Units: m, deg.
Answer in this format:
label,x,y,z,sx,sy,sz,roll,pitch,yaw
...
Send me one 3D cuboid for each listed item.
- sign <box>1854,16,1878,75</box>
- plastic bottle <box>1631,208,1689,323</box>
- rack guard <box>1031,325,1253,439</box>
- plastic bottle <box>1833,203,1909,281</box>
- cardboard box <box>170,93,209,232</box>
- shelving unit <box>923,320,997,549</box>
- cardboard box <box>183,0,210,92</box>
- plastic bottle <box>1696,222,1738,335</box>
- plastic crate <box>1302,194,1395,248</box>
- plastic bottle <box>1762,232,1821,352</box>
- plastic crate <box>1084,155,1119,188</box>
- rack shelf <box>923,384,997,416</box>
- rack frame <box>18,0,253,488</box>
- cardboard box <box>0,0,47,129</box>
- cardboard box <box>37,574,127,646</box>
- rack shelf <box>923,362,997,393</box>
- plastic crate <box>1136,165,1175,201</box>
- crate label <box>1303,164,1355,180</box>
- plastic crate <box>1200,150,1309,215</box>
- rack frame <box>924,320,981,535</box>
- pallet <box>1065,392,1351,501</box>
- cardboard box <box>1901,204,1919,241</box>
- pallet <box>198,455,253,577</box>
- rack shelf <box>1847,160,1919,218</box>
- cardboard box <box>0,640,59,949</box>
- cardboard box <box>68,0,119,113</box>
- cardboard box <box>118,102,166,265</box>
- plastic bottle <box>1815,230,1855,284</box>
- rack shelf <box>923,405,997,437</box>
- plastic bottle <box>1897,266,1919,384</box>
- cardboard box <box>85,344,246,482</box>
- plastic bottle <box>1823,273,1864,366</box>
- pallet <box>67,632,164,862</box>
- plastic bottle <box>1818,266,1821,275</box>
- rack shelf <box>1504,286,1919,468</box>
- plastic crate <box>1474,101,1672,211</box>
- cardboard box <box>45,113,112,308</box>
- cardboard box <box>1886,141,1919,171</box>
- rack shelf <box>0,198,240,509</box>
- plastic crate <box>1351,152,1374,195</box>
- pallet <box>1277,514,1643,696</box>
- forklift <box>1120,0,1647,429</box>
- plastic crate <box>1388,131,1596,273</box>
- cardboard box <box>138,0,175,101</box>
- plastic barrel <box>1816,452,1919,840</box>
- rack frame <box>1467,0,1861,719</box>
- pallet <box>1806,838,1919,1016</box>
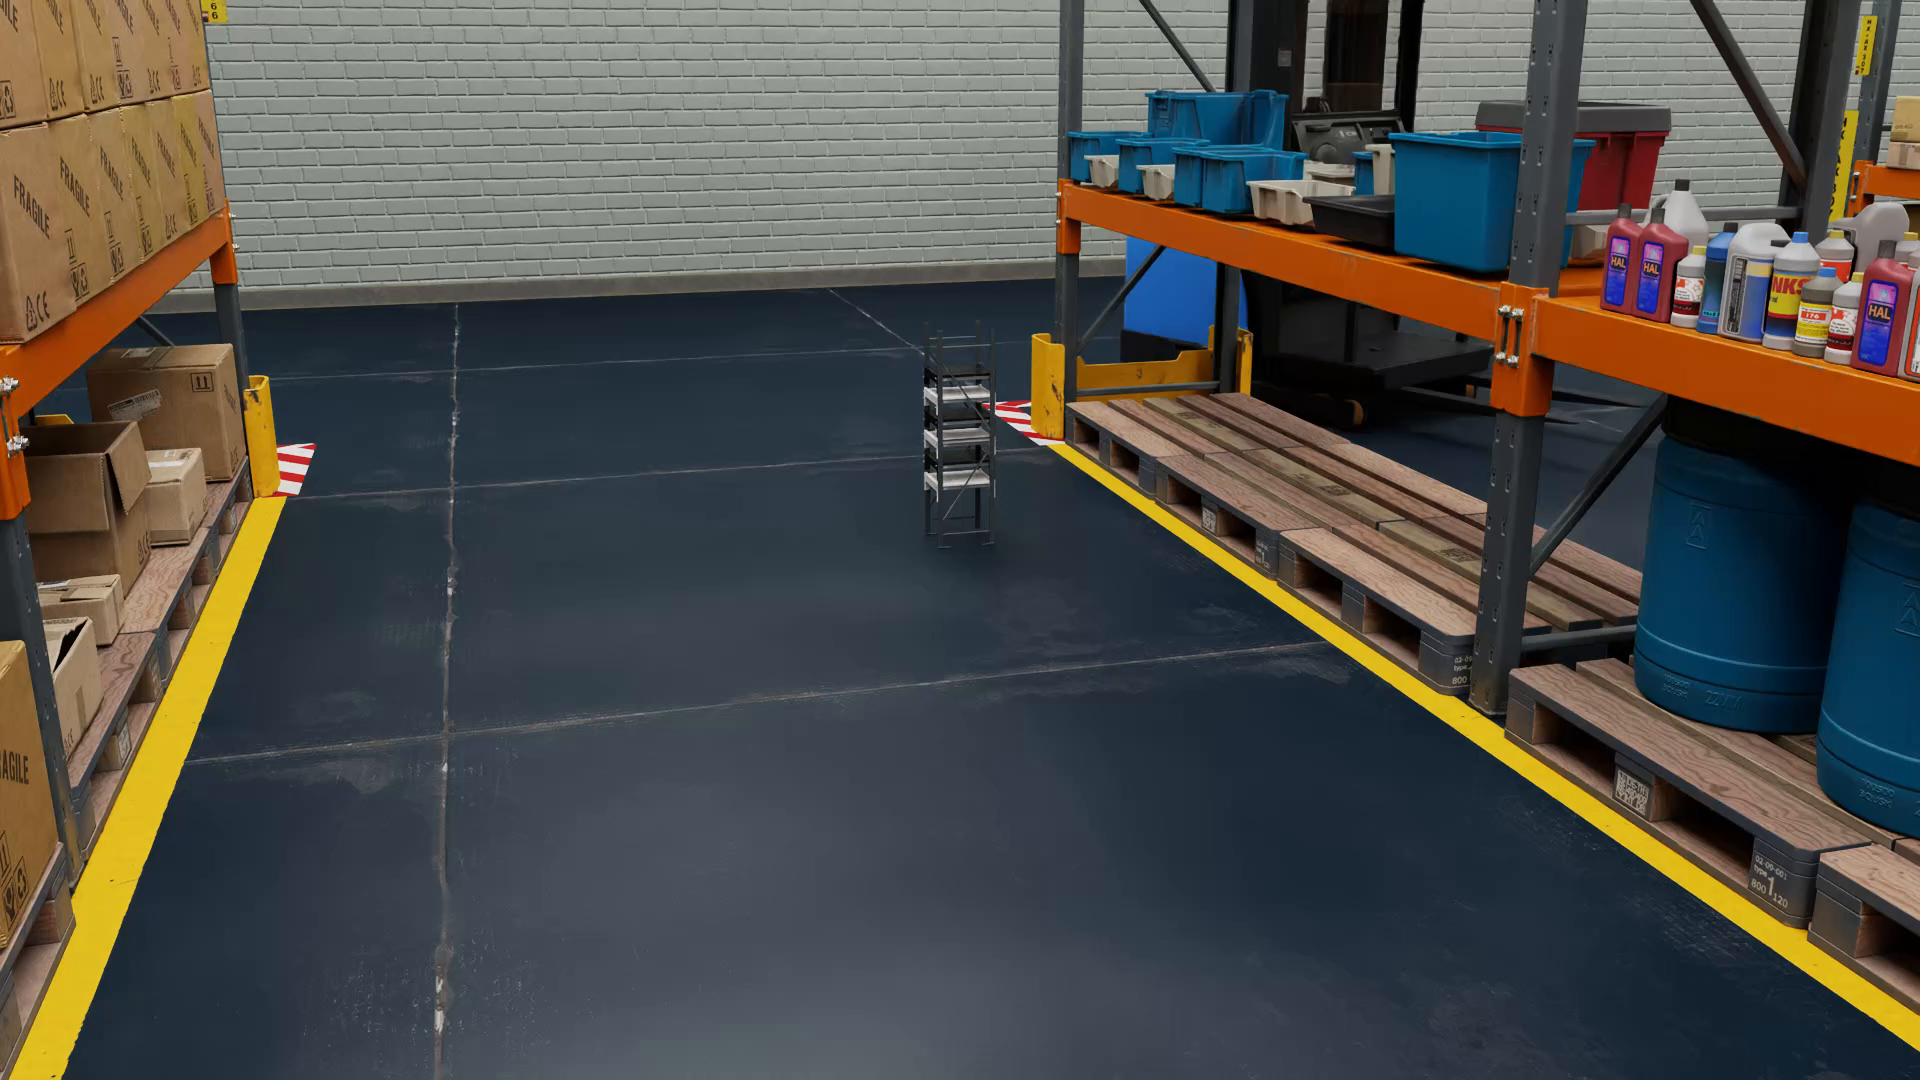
label,x,y,z,sx,sy,sz,roll,pitch,yaw
sign,5.221,-2.850,9.584,0.100,0.325,0.005,-5,17,-15
plastic bottle,1.821,-0.714,4.317,0.061,0.283,0.133,-5,17,-15
rack guard,0.975,-0.857,8.935,1.175,0.500,0.348,-5,17,-15
plastic bottle,2.513,-0.799,4.613,0.152,0.276,0.135,-5,17,-15
cardboard box,-3.239,-1.460,6.424,0.500,0.500,0.500,-5,17,-15
shelving unit,-0.002,-0.433,6.830,0.258,0.900,0.210,-5,17,-15
cardboard box,-3.383,-2.083,6.761,0.500,0.500,0.500,-5,17,-16
plastic bottle,1.897,-0.651,4.128,0.097,0.271,0.097,0,17,0
plastic crate,1.528,-1.127,5.864,0.437,0.125,0.590,-5,17,-15
plastic bottle,1.961,-0.587,3.914,0.097,0.271,0.097,0,17,0
plastic crate,0.754,-1.761,7.955,0.250,0.136,0.298,-5,17,-15
rack shelf,-0.002,-0.574,6.788,0.258,0.077,0.200,-5,17,-15
rack frame,-3.769,-1.658,7.256,1.000,3.000,0.127,-5,17,-15
cardboard box,-2.529,-1.231,3.923,0.500,0.500,0.500,-4,17,-14
cardboard box,-2.825,0.223,5.155,0.380,0.166,0.250,-5,17,-15
rack shelf,-0.002,-0.660,6.762,0.258,0.077,0.200,-5,17,-15
plastic crate,0.941,-1.573,7.330,0.250,0.136,0.298,-5,17,-15
crate label,1.558,-1.583,7.362,0.396,0.136,0.243,-5,17,-15
plastic crate,1.190,-1.455,6.769,0.416,0.233,0.300,-5,17,-15
rack frame,-0.030,-0.461,6.924,0.240,0.900,0.006,-5,17,-15
pallet,1.184,-0.482,8.188,1.003,0.211,1.213,-5,17,-15
cardboard box,6.009,-1.453,9.537,0.875,0.875,0.875,-5,17,-15
pallet,-3.529,-0.081,6.854,1.003,0.211,1.213,-5,17,-15
rack shelf,6.306,-1.542,8.122,1.077,0.370,4.000,-5,17,-15
cardboard box,-2.259,0.549,3.490,0.500,0.500,0.500,-5,17,-16
cardboard box,-2.812,-1.515,4.871,0.500,0.500,0.500,-5,17,-17
cardboard box,-2.968,-1.182,5.499,0.500,0.500,0.500,-5,17,-16
plastic bottle,2.398,-0.748,4.574,0.097,0.201,0.097,0,17,0
rack shelf,-0.002,-0.488,6.814,0.258,0.077,0.200,-5,17,-15
plastic bottle,2.109,-0.468,3.512,0.152,0.276,0.135,-5,17,-15
cardboard box,-3.383,-0.540,7.117,0.500,0.500,0.500,-5,17,-15
plastic bottle,2.014,-0.499,3.745,0.097,0.201,0.097,0,17,0
pallet,-2.858,0.594,4.607,1.003,0.211,1.213,-5,17,-15
plastic bottle,2.070,-0.602,4.088,0.097,0.201,0.097,0,17,0
rack shelf,2.643,-0.044,3.135,1.077,0.370,4.000,-5,17,-15
plastic crate,2.089,-1.268,5.744,0.402,0.464,0.583,-5,17,-15
cardboard box,-2.692,-0.903,4.570,0.500,0.500,0.500,-4,17,-14
cardboard box,5.537,-2.195,9.483,0.380,0.149,0.250,-4,17,-15
rack shelf,-3.220,-0.760,5.518,1.077,0.370,4.000,-5,17,-15
plastic crate,1.805,-1.449,6.748,0.416,0.233,0.300,-5,17,-15
pallet,1.854,0.193,5.941,1.003,0.211,1.213,-5,17,-15
forklift,2.297,-2.157,9.039,1.130,2.935,3.031,-13,21,-37
plastic crate,1.637,-1.065,5.207,0.392,0.384,0.575,-5,17,-15
cardboard box,-3.096,-1.800,5.819,0.500,0.500,0.500,-4,17,-14
plastic barrel,2.421,0.210,3.957,0.600,0.901,0.708,-5,17,-15
rack frame,2.094,-0.942,4.873,1.000,3.000,0.127,-5,17,-15
pallet,2.604,0.949,3.427,1.003,0.211,1.213,-5,17,-15
